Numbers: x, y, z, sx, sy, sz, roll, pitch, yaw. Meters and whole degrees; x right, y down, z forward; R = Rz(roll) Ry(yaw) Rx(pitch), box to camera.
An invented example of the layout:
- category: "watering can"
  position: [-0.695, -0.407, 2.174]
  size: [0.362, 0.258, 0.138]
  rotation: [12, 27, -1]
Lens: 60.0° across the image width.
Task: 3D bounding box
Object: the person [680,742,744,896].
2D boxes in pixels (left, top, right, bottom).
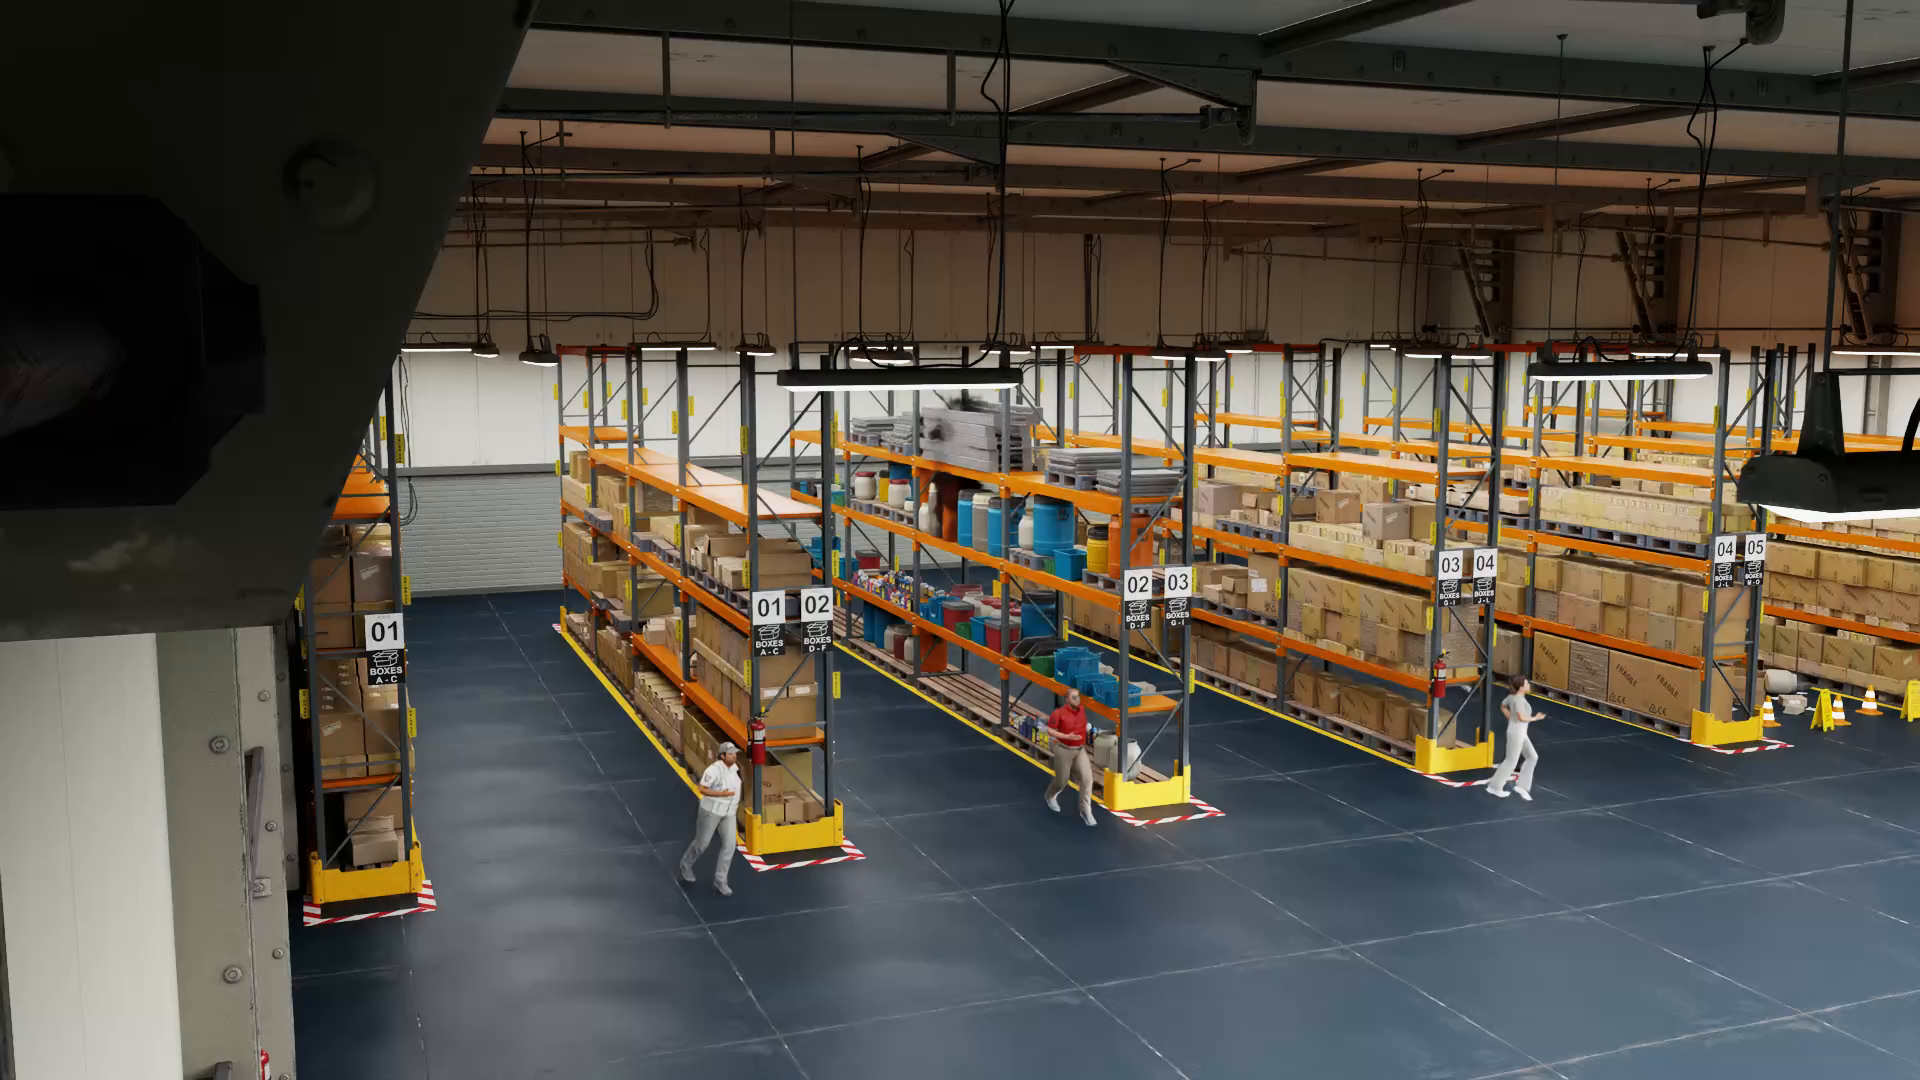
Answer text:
- category: "person"
  position: [-2.741, 3.124, 18.965]
  size: [0.642, 1.665, 0.860]
  rotation: [-7, 10, -43]

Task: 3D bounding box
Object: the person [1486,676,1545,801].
- category: "person"
  position: [7.500, 2.676, 22.435]
  size: [0.726, 1.718, 0.569]
  rotation: [2, 7, 14]

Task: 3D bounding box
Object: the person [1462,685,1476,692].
- category: "person"
  position: [8.800, 1.770, 29.236]
  size: [0.573, 1.659, 0.964]
  rotation: [-3, 8, -23]

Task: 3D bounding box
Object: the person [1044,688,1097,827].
- category: "person"
  position: [1.413, 2.771, 21.491]
  size: [0.689, 1.761, 0.915]
  rotation: [-4, 8, -29]
